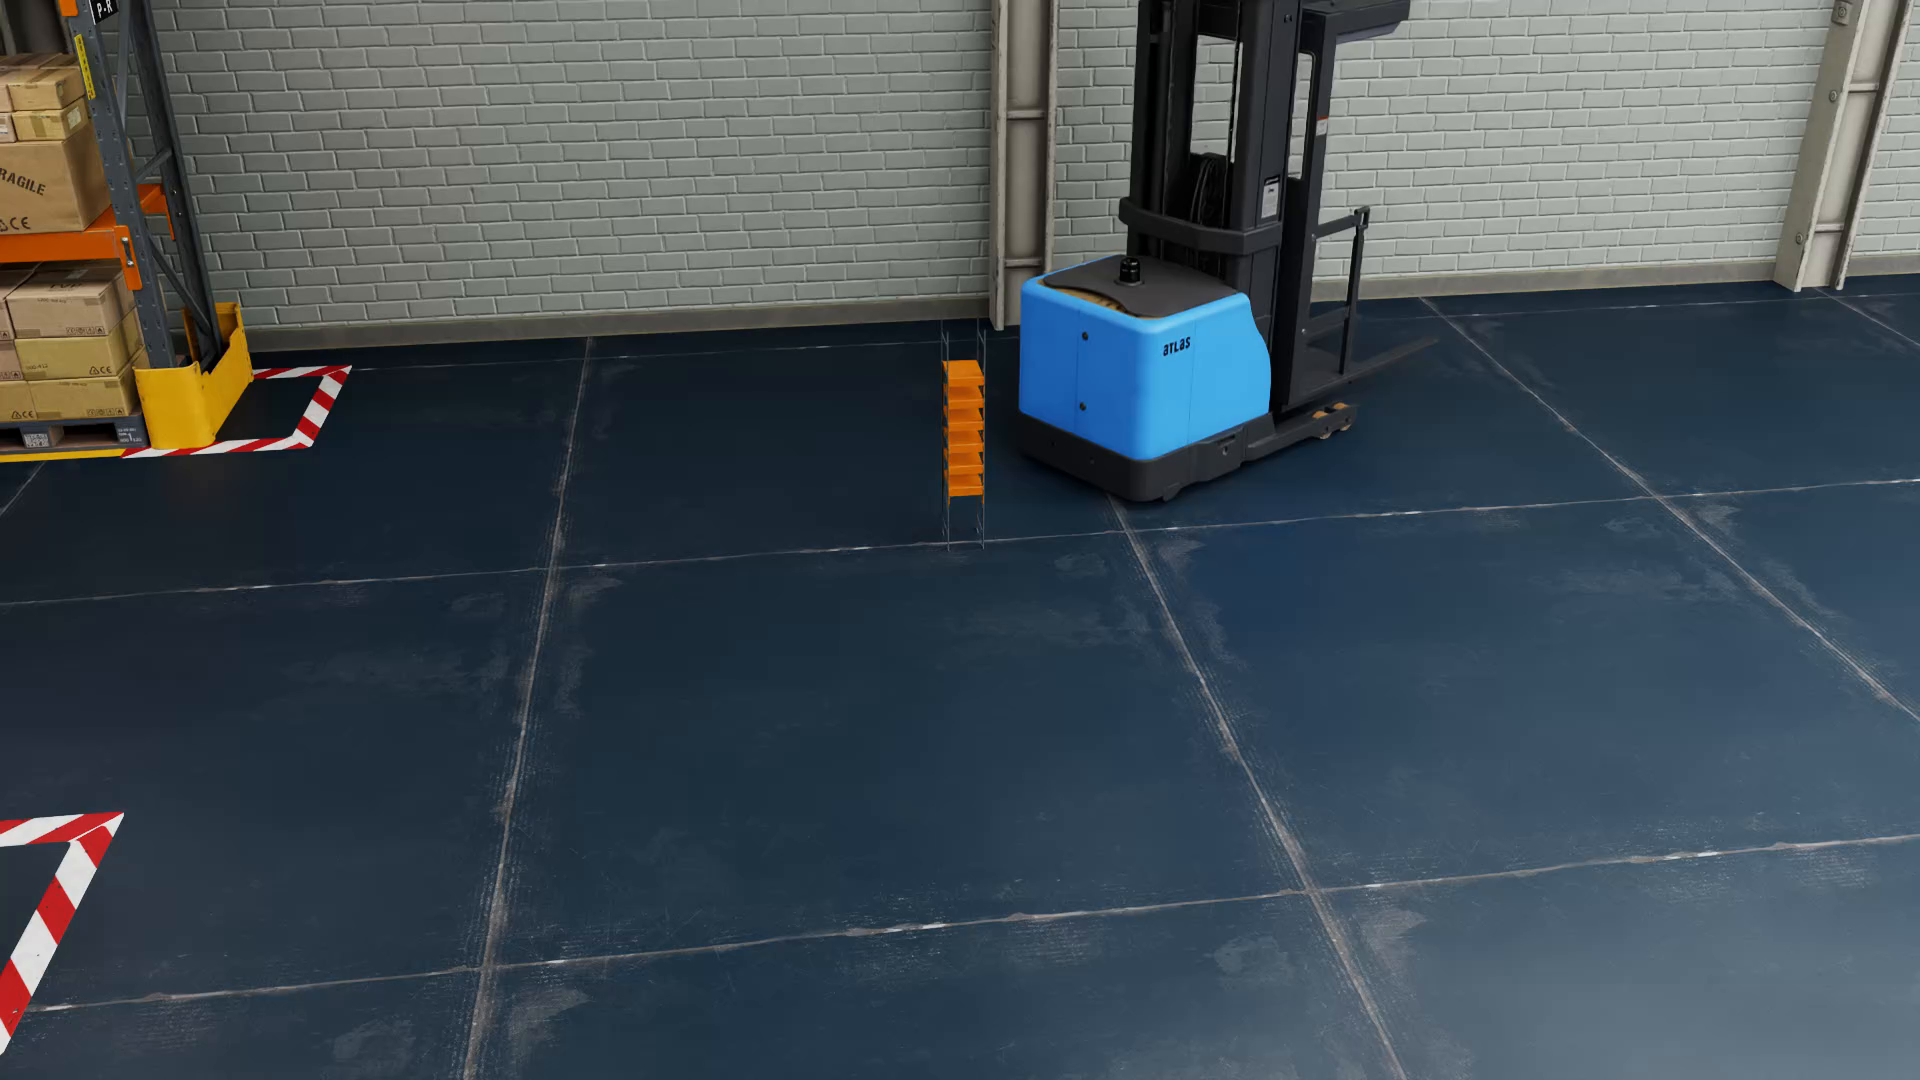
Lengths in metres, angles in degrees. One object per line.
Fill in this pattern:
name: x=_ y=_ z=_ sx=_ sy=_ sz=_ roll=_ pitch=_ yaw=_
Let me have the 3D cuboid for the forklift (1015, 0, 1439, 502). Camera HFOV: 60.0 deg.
forklift: x=1.759 y=-2.064 z=9.563 sx=3.031 sy=2.935 sz=1.130 roll=-22 pitch=34 yaw=-36

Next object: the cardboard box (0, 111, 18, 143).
cardboard box: x=-5.257 y=-2.289 z=9.105 sx=0.250 sy=0.149 sz=0.380 roll=-3 pitch=27 yaw=-6

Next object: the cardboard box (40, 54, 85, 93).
cardboard box: x=-5.066 y=-2.675 z=9.531 sx=0.250 sy=0.149 sz=0.380 roll=-4 pitch=27 yaw=-8

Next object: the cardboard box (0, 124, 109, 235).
cardboard box: x=-5.155 y=-2.029 z=9.308 sx=0.500 sy=0.500 sz=0.500 roll=-4 pitch=27 yaw=-8

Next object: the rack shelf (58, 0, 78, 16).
rack shelf: x=-6.685 y=-3.021 z=8.855 sx=4.000 sy=0.370 sz=1.077 roll=-4 pitch=27 yaw=-7

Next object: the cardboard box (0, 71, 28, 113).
cardboard box: x=-5.269 y=-2.452 z=9.097 sx=0.250 sy=0.149 sz=0.380 roll=-4 pitch=27 yaw=-7

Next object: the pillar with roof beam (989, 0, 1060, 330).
pillar with roof beam: x=1.022 y=-3.602 z=5.913 sx=0.400 sy=9.000 sz=9.100 roll=-4 pitch=27 yaw=-7

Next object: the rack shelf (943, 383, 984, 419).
rack shelf: x=0.014 y=-0.709 z=8.389 sx=0.180 sy=0.103 sz=0.258 roll=-4 pitch=27 yaw=-7

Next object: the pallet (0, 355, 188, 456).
pallet: x=-5.455 y=-0.826 z=10.128 sx=1.213 sy=0.211 sz=1.003 roll=-4 pitch=27 yaw=-7

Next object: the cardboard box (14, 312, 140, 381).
cardboard box: x=-5.142 y=-1.148 z=9.706 sx=0.500 sy=0.250 sz=0.500 roll=-4 pitch=27 yaw=-8

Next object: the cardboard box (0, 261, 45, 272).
cardboard box: x=-5.701 y=-1.564 z=9.969 sx=0.500 sy=0.250 sz=0.500 roll=-4 pitch=27 yaw=-7

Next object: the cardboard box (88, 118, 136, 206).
cardboard box: x=-5.233 y=-2.273 z=9.784 sx=0.500 sy=0.500 sz=0.500 roll=-3 pitch=27 yaw=-5

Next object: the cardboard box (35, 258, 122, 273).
cardboard box: x=-5.206 y=-1.598 z=10.034 sx=0.500 sy=0.250 sz=0.500 roll=-4 pitch=27 yaw=-8

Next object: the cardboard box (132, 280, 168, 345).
cardboard box: x=-5.199 y=-1.384 z=10.166 sx=0.500 sy=0.250 sz=0.500 roll=-3 pitch=27 yaw=-6

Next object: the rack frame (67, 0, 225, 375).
rack frame: x=-4.704 y=-2.134 z=9.624 sx=0.127 sy=3.000 sz=1.000 roll=-4 pitch=27 yaw=-7

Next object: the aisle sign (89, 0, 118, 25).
aisle sign: x=-4.598 y=-3.162 z=8.780 sx=0.004 sy=0.787 sz=0.394 roll=-4 pitch=27 yaw=-7

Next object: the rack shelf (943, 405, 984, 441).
rack shelf: x=0.014 y=-0.602 z=8.443 sx=0.180 sy=0.103 sz=0.258 roll=-4 pitch=27 yaw=-7

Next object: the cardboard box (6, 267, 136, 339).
cardboard box: x=-5.117 y=-1.372 z=9.595 sx=0.500 sy=0.250 sz=0.500 roll=-3 pitch=27 yaw=-5

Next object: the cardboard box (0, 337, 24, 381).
cardboard box: x=-5.641 y=-1.121 z=9.653 sx=0.500 sy=0.250 sz=0.500 roll=-4 pitch=27 yaw=-8

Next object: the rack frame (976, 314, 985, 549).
rack frame: x=0.105 y=-0.541 z=8.489 sx=0.006 sy=1.200 sz=0.240 roll=-4 pitch=27 yaw=-7

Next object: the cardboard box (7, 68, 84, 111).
cardboard box: x=-5.029 y=-2.482 z=9.155 sx=0.250 sy=0.149 sz=0.380 roll=-4 pitch=27 yaw=-7

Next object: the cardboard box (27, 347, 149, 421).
cardboard box: x=-5.125 y=-0.925 z=9.819 sx=0.500 sy=0.250 sz=0.500 roll=-3 pitch=27 yaw=-7

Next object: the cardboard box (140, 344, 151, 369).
cardboard box: x=-5.218 y=-1.155 z=10.267 sx=0.500 sy=0.250 sz=0.500 roll=-4 pitch=27 yaw=-7

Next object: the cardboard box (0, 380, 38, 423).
cardboard box: x=-5.619 y=-0.898 z=9.766 sx=0.500 sy=0.250 sz=0.500 roll=-4 pitch=27 yaw=-7

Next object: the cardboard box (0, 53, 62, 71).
cardboard box: x=-5.338 y=-2.686 z=9.554 sx=0.250 sy=0.149 sz=0.380 roll=-3 pitch=27 yaw=-5

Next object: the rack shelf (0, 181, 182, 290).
rack shelf: x=-6.685 y=-1.687 z=9.540 sx=4.000 sy=0.370 sz=1.077 roll=-4 pitch=27 yaw=-7

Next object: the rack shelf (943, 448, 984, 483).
rack shelf: x=0.014 y=-0.388 z=8.553 sx=0.180 sy=0.103 sz=0.258 roll=-4 pitch=27 yaw=-7

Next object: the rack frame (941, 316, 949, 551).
rack frame: x=-0.076 y=-0.529 z=8.467 sx=0.006 sy=1.200 sz=0.240 roll=-4 pitch=27 yaw=-7

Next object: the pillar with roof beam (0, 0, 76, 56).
pillar with roof beam: x=-4.919 y=-3.220 z=5.169 sx=0.400 sy=9.000 sz=9.100 roll=-4 pitch=27 yaw=-7

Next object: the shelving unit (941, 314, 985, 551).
shelving unit: x=0.014 y=-0.535 z=8.478 sx=0.189 sy=1.200 sz=0.258 roll=-4 pitch=27 yaw=-7

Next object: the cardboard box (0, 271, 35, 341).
cardboard box: x=-5.621 y=-1.337 z=9.527 sx=0.500 sy=0.250 sz=0.500 roll=-3 pitch=27 yaw=-6

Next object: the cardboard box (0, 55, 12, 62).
cardboard box: x=-5.590 y=-2.650 z=9.483 sx=0.250 sy=0.149 sz=0.380 roll=-3 pitch=27 yaw=-6

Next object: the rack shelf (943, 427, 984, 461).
rack shelf: x=0.014 y=-0.495 z=8.498 sx=0.180 sy=0.103 sz=0.258 roll=-4 pitch=27 yaw=-7

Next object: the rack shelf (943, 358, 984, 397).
rack shelf: x=0.014 y=-0.816 z=8.334 sx=0.180 sy=0.103 sz=0.258 roll=-4 pitch=27 yaw=-7

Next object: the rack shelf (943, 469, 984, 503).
rack shelf: x=0.014 y=-0.282 z=8.608 sx=0.180 sy=0.103 sz=0.258 roll=-4 pitch=27 yaw=-7

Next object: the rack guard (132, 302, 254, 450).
rack guard: x=-4.680 y=-1.024 z=10.197 sx=0.348 sy=0.500 sz=1.175 roll=-4 pitch=27 yaw=-7

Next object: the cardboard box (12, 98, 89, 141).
cardboard box: x=-5.008 y=-2.319 z=9.163 sx=0.250 sy=0.149 sz=0.380 roll=-3 pitch=27 yaw=-6

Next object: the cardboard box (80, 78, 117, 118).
cardboard box: x=-5.076 y=-2.563 z=9.639 sx=0.250 sy=0.149 sz=0.380 roll=-4 pitch=27 yaw=-8

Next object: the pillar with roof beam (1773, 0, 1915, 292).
pillar with roof beam: x=6.964 y=-3.984 z=6.656 sx=0.400 sy=9.000 sz=9.100 roll=-4 pitch=27 yaw=-7

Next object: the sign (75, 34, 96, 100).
sign: x=-4.642 y=-2.509 z=8.825 sx=0.005 sy=0.325 sz=0.100 roll=-4 pitch=27 yaw=-7
